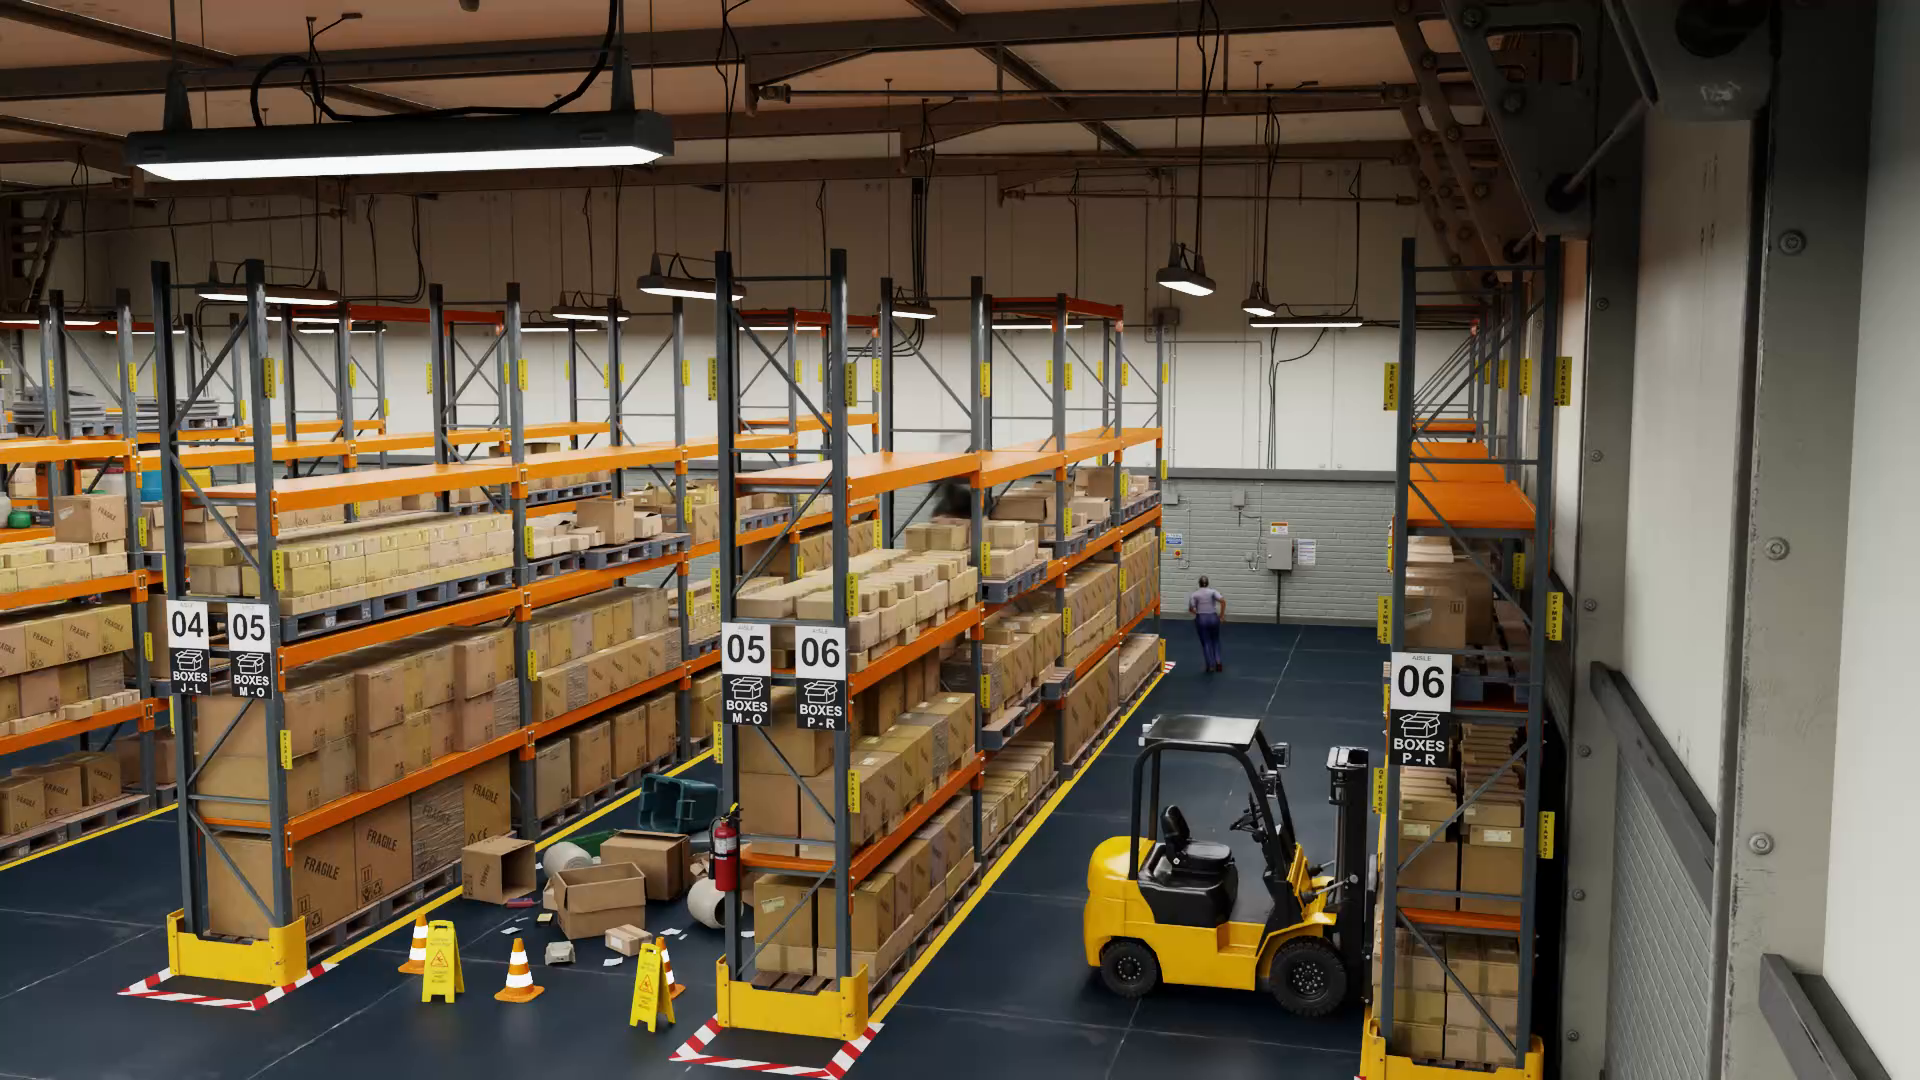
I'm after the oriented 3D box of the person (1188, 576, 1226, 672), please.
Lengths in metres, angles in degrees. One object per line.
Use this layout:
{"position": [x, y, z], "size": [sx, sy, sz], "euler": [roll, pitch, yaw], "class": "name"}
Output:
{"position": [4.137, 1.434, 27.856], "size": [0.615, 1.667, 0.738], "euler": [0, 6, 0], "class": "person"}
